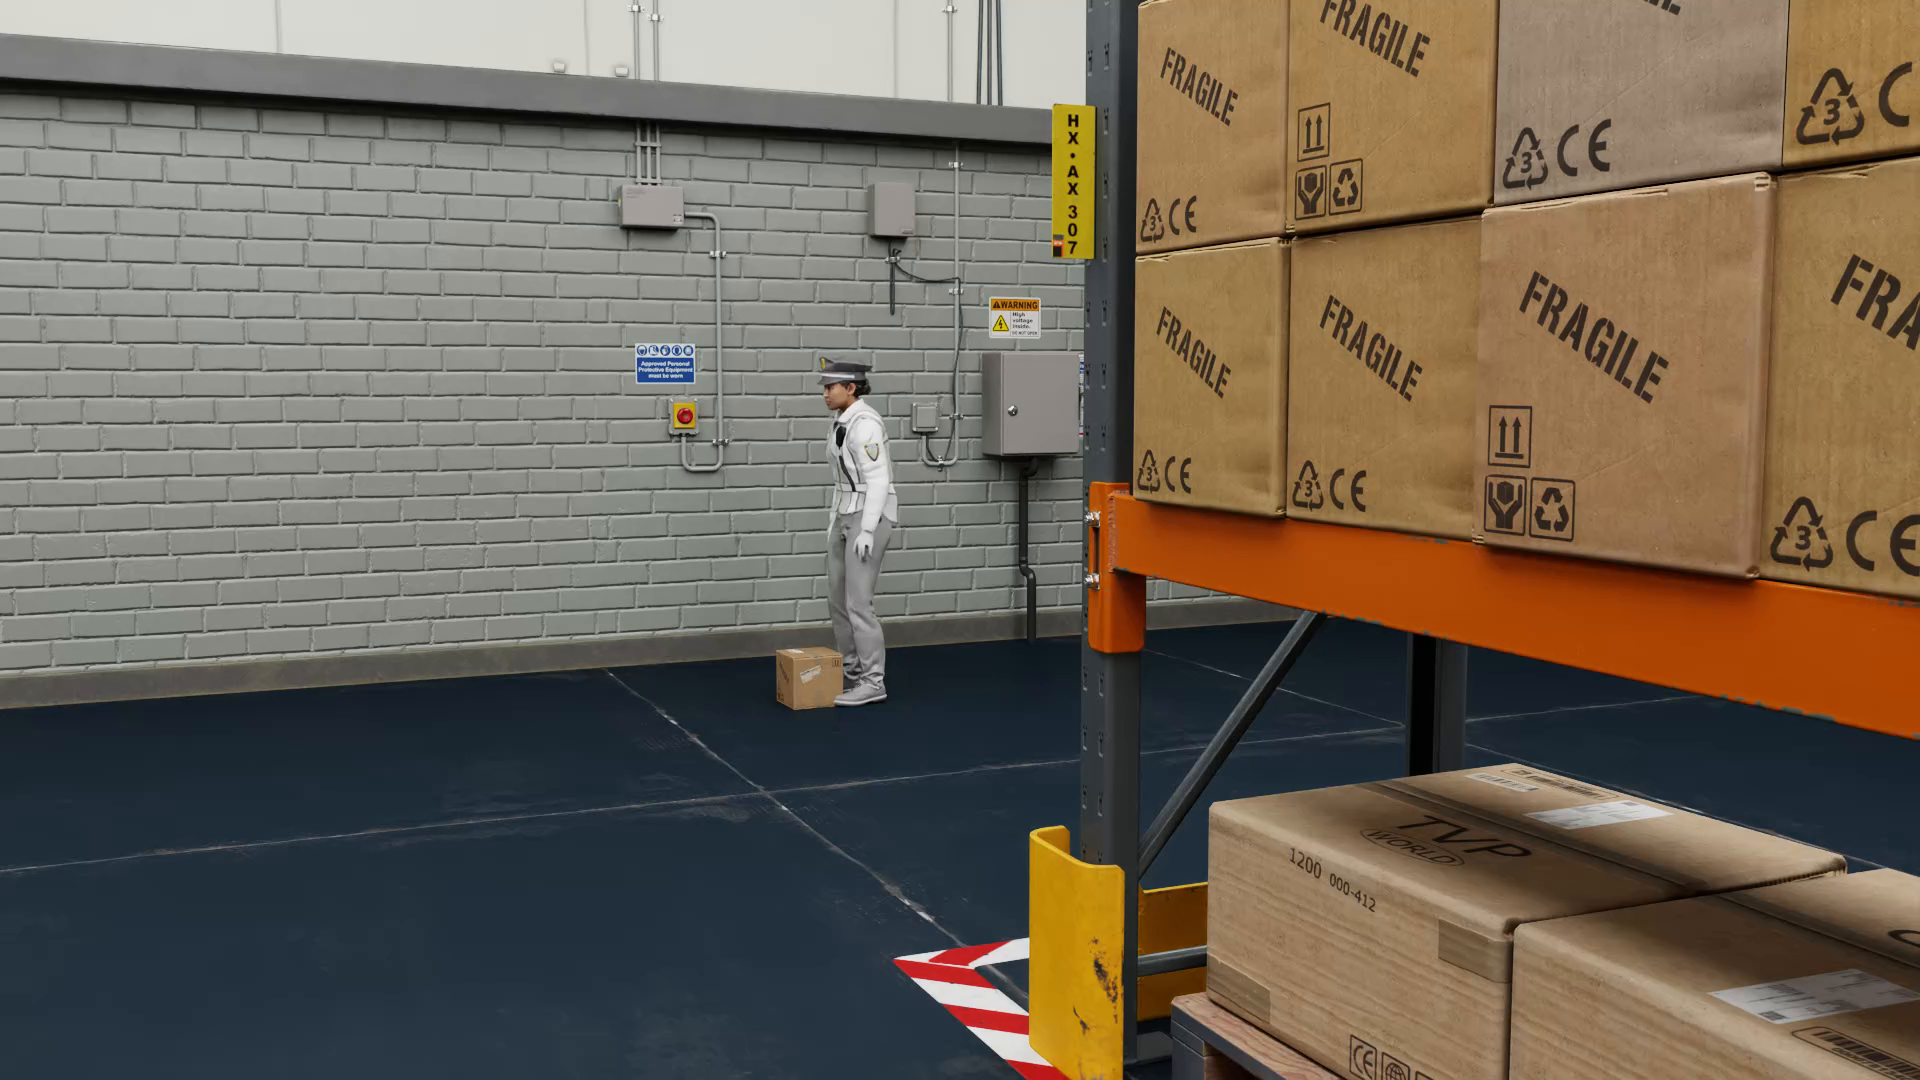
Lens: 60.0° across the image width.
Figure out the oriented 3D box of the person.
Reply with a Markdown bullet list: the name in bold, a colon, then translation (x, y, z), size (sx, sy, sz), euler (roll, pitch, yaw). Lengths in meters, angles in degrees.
- **person**: translation (-0.507, -0.052, 8.023), size (0.376, 1.663, 0.527), euler (-2, 6, -24)
